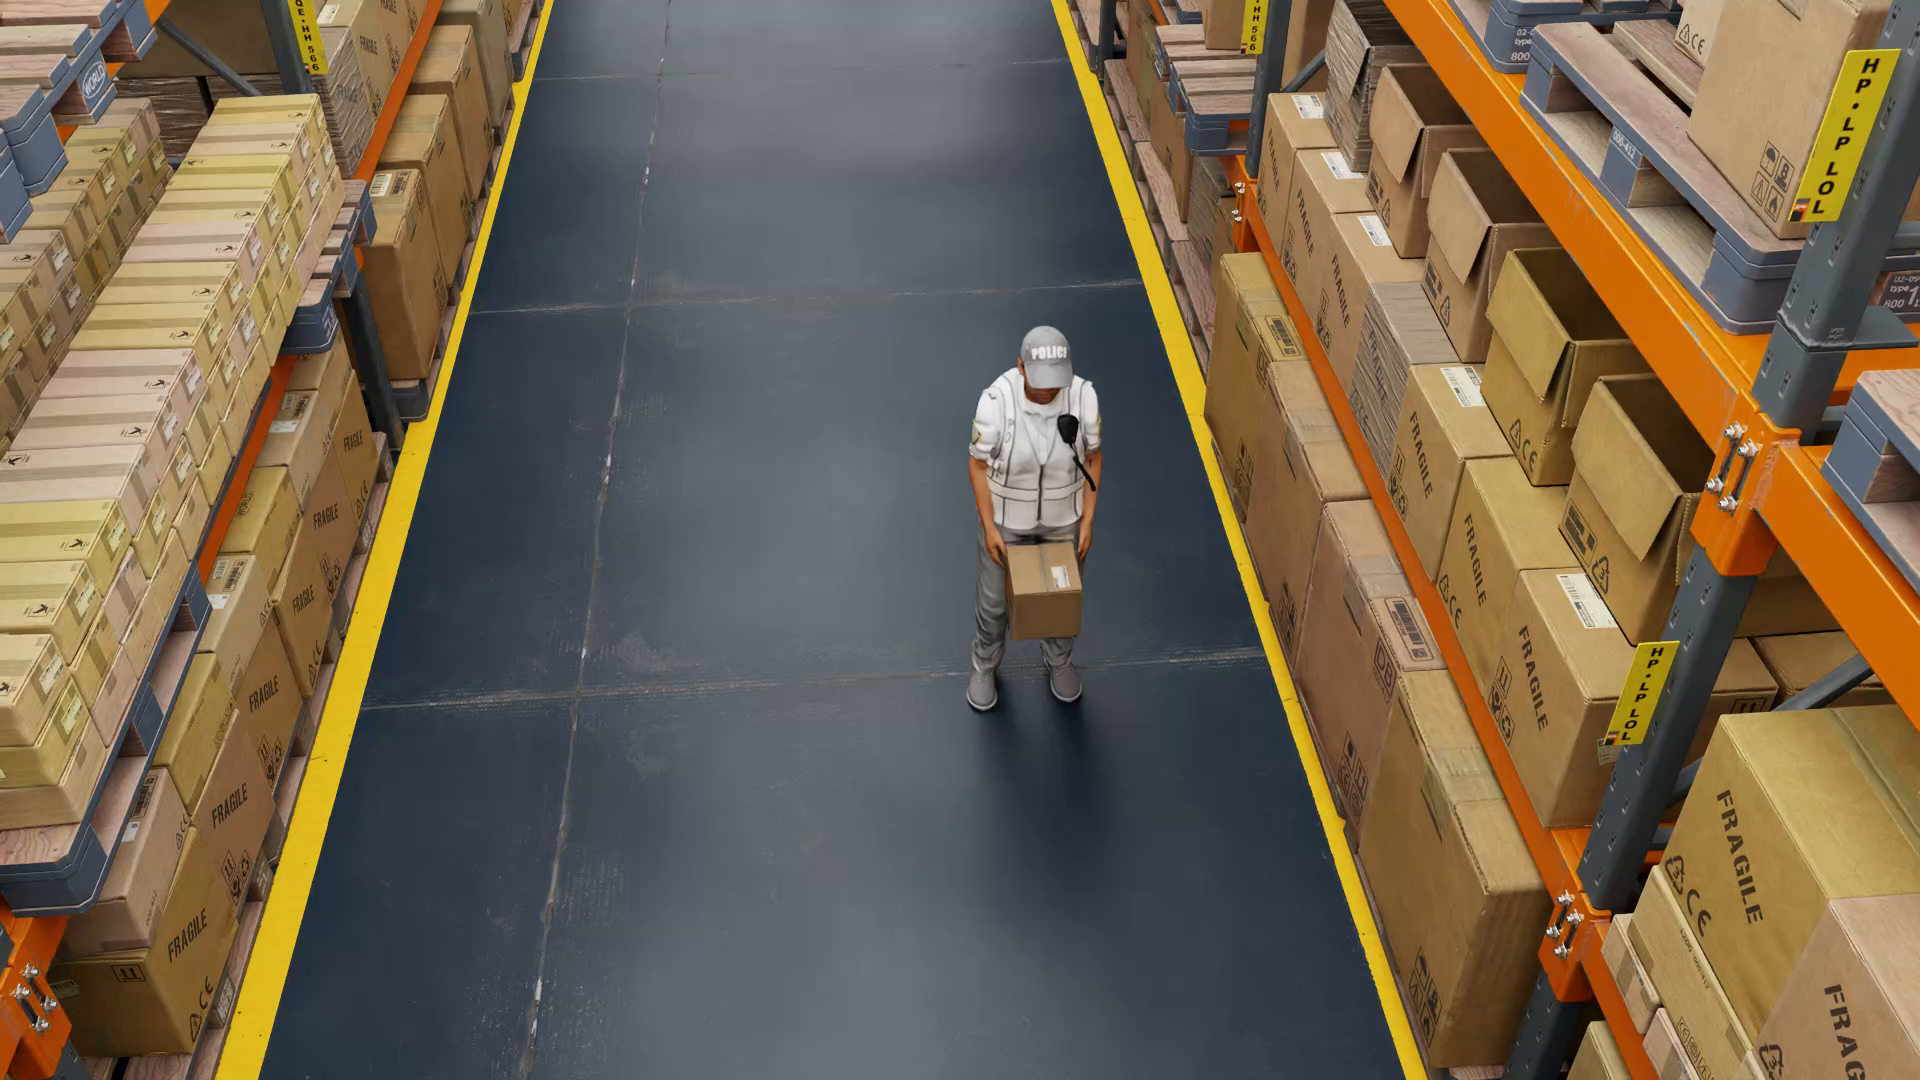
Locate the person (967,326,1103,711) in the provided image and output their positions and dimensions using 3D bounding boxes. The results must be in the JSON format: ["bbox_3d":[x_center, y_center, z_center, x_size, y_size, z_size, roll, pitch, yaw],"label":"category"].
[{"bbox_3d":[0.272,-0.091,6.256,0.516,1.672,0.418,-4,40,-5],"label":"person"}]
